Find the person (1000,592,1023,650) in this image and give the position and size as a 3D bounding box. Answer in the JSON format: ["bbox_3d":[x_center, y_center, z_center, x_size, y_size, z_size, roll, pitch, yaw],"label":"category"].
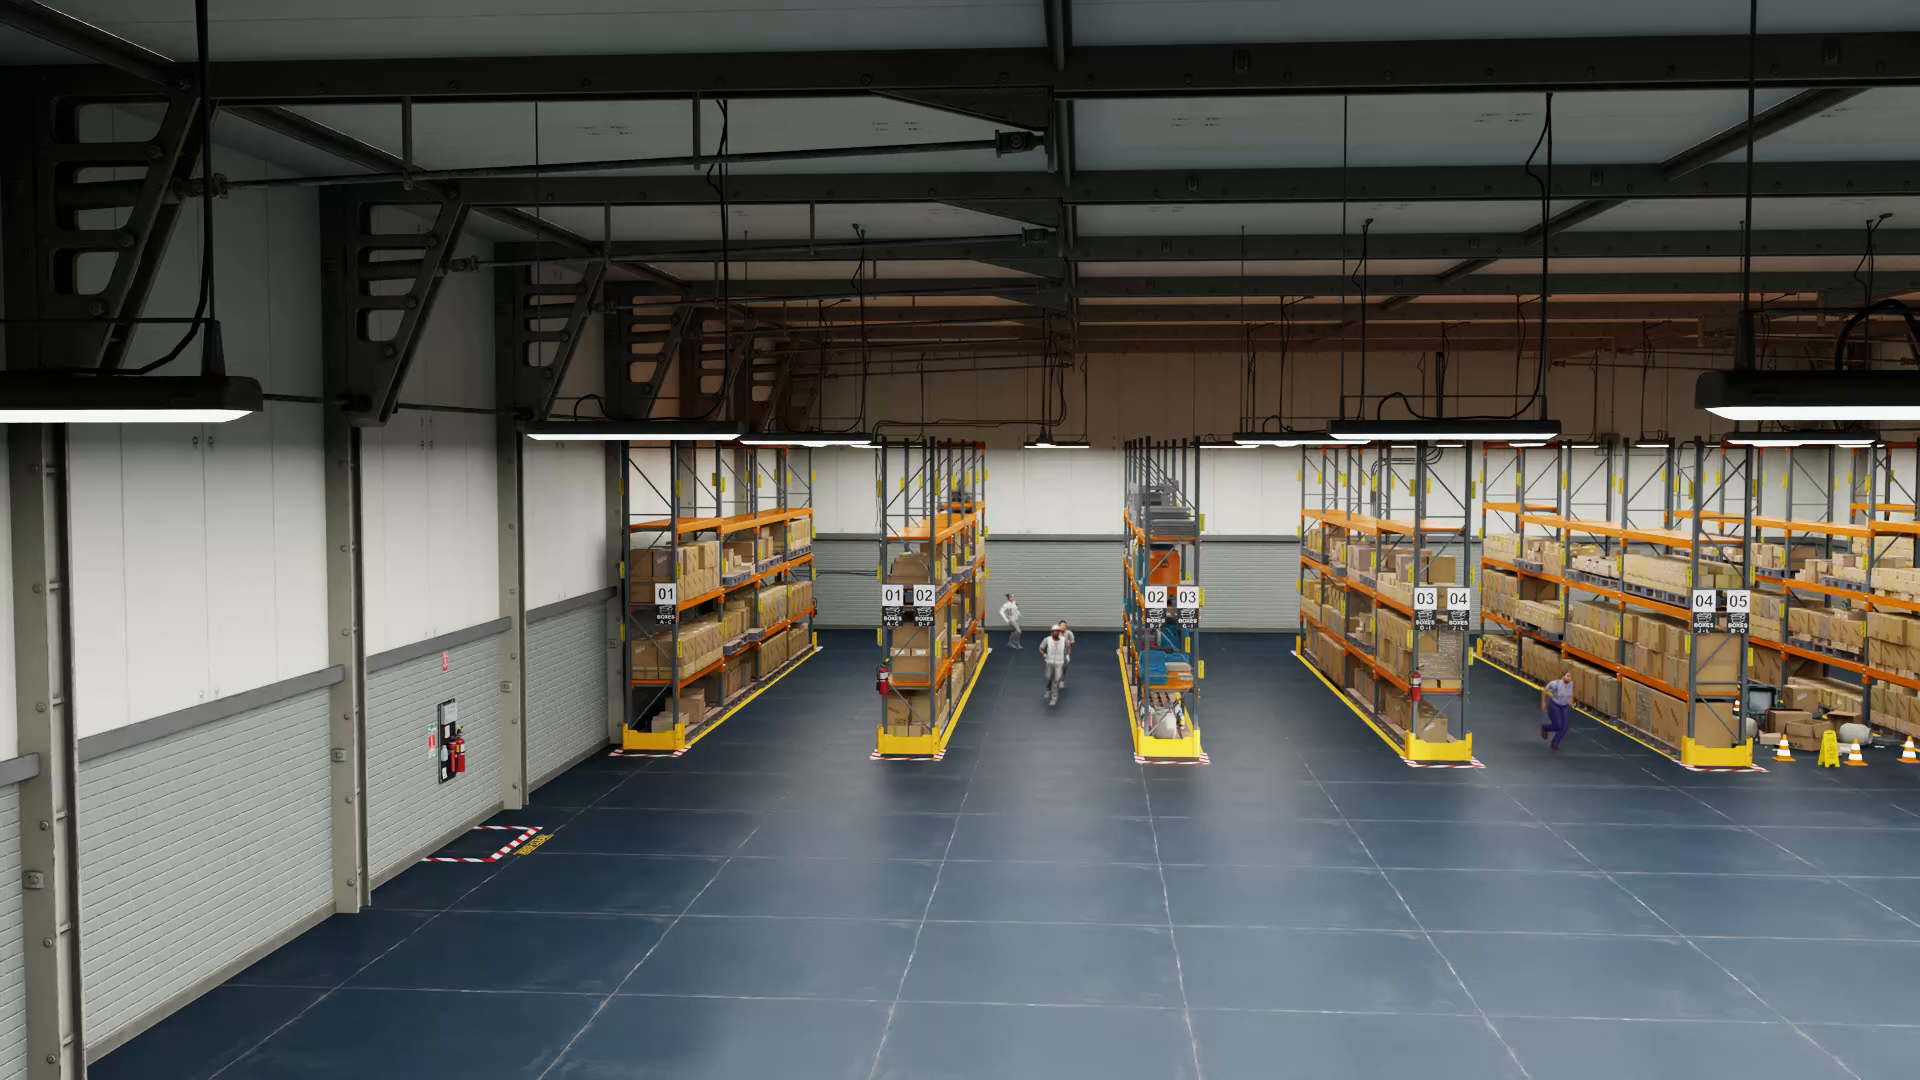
[{"bbox_3d":[1.510,2.341,47.997,0.632,1.683,0.669,3,4,40],"label":"person"}]

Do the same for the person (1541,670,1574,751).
[{"bbox_3d":[11.455,3.253,31.865,0.597,1.585,0.699,-1,3,-23],"label":"person"}]

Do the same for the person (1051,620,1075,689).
[{"bbox_3d":[2.495,2.751,40.301,0.561,1.655,0.916,0,3,0],"label":"person"}]

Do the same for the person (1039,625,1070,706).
[{"bbox_3d":[2.134,2.809,37.634,0.704,1.785,0.995,0,3,2],"label":"person"}]
